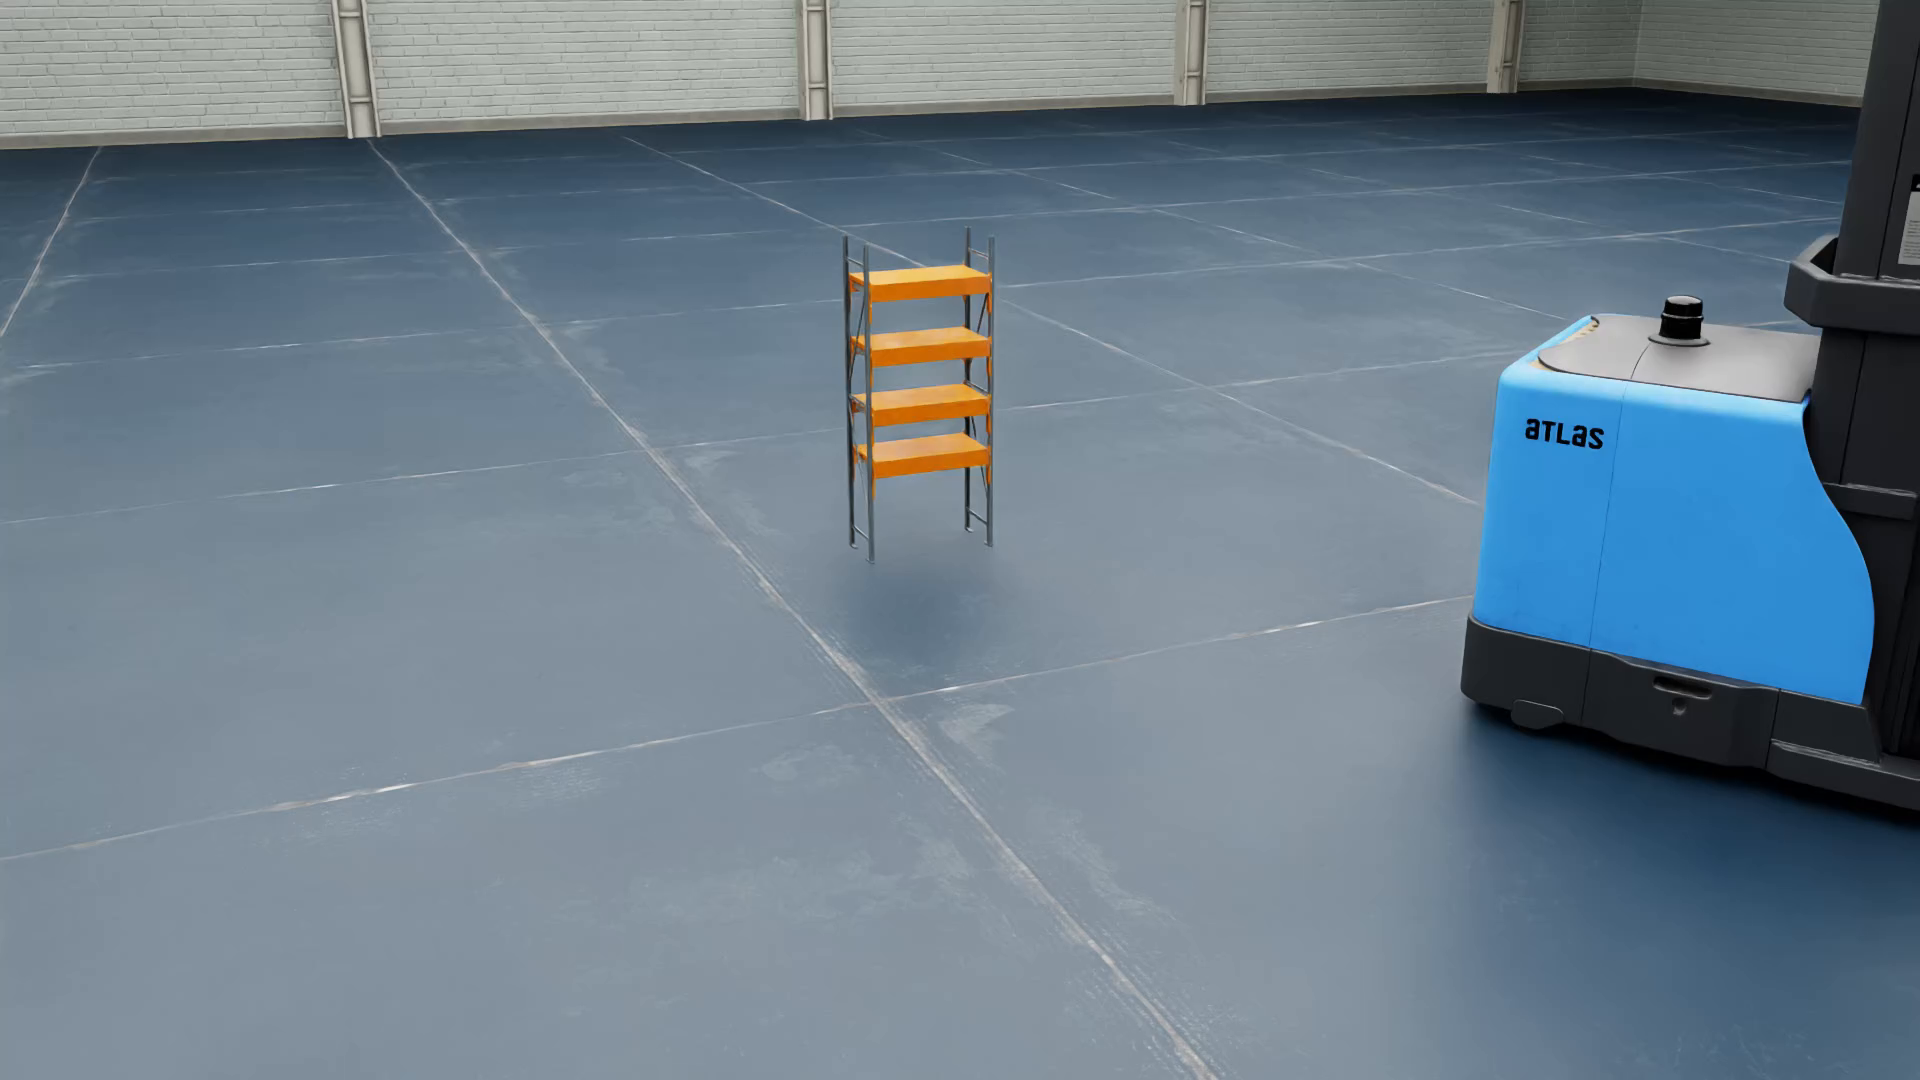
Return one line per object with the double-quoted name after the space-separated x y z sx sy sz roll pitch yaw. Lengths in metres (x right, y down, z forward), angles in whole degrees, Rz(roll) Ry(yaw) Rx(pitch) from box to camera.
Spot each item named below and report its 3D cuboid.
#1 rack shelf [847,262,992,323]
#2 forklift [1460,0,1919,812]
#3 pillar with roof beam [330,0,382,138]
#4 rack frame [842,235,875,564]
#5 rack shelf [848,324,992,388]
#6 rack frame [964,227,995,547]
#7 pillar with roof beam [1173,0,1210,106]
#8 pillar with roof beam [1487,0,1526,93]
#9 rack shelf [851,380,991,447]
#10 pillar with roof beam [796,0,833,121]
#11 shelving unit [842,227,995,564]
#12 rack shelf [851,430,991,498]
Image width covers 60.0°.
-0.152 -0.915 6.130 0.480 0.148 0.258 -8 21 -22 "rack shelf"
3.019 -0.713 4.134 3.031 2.935 1.130 13 23 32 "forklift"
-5.812 -8.019 15.747 0.400 9.000 9.100 -8 21 -22 "pillar with roof beam"
-0.376 -0.512 6.170 0.015 1.200 0.240 -8 21 -22 "rack frame"
-0.152 -0.692 6.209 0.480 0.148 0.258 -8 21 -22 "rack shelf"
0.072 -0.576 6.352 0.015 1.200 0.240 -8 21 -22 "rack frame"
5.207 -9.598 20.231 0.400 9.000 9.100 -8 21 -22 "pillar with roof beam"
10.716 -10.387 22.472 0.400 9.000 9.100 -8 21 -22 "pillar with roof beam"
-0.152 -0.481 6.283 0.480 0.148 0.258 -8 21 -22 "rack shelf"
-0.303 -8.808 17.989 0.400 9.000 9.100 -8 21 -22 "pillar with roof beam"
-0.152 -0.544 6.261 0.503 1.200 0.258 -8 21 -22 "shelving unit"
-0.152 -0.293 6.349 0.480 0.148 0.258 -8 21 -22 "rack shelf"
